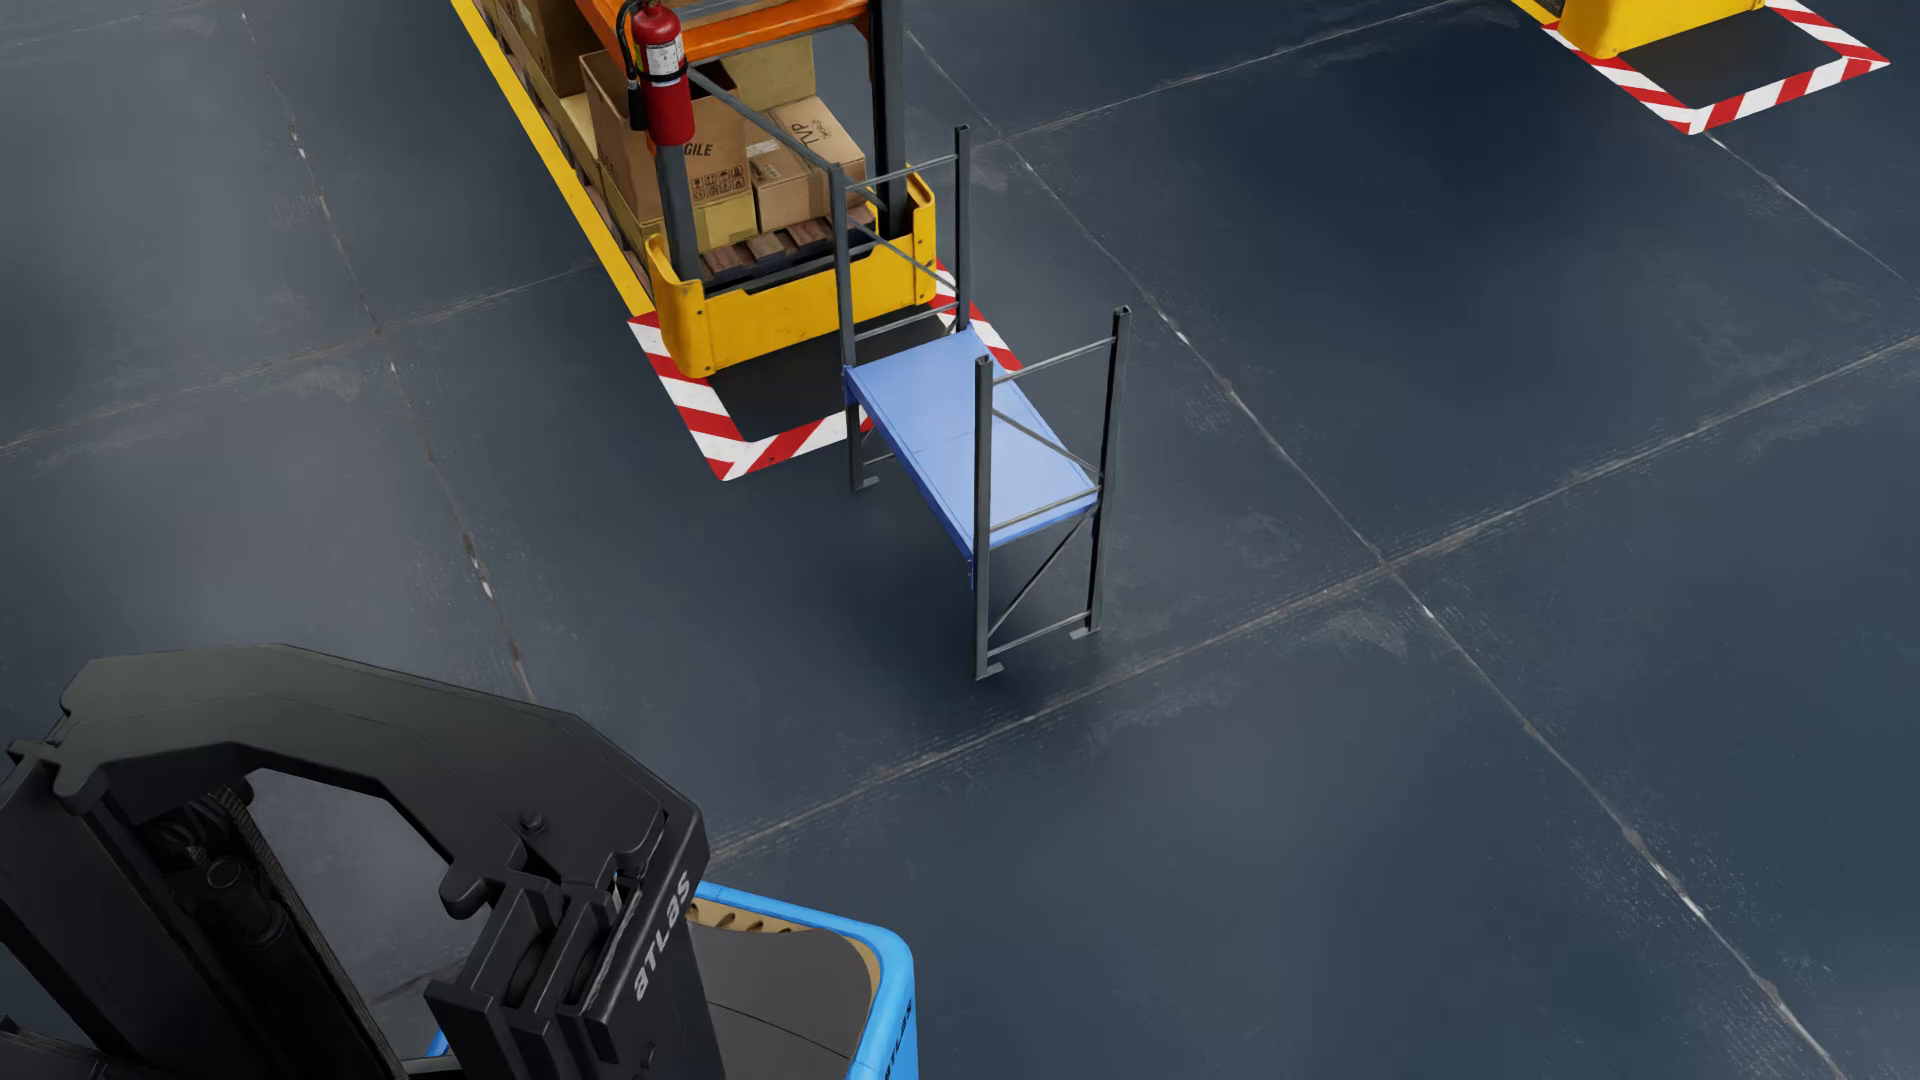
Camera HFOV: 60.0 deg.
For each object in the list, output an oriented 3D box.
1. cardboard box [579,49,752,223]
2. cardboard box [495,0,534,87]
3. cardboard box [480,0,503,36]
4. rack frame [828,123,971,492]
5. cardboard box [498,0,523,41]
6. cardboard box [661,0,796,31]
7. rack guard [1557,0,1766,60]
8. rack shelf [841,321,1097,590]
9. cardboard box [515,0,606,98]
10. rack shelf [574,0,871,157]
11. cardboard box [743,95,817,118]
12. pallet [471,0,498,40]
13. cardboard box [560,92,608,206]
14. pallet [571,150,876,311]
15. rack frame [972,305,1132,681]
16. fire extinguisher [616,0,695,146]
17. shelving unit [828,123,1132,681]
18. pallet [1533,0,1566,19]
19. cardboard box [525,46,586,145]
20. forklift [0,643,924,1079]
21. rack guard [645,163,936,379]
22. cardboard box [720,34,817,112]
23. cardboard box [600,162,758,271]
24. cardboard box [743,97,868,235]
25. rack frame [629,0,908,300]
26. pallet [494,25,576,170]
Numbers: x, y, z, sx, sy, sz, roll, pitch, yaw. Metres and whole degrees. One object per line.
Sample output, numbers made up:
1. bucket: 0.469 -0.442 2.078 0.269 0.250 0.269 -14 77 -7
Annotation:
1. cardboard box: -1.199 -1.701 6.795 0.500 0.500 0.500 -21 52 -18
2. cardboard box: -1.894 -2.455 7.952 0.500 0.250 0.500 -21 52 -18
3. cardboard box: -2.128 -2.788 8.243 0.500 0.250 0.500 -21 52 -18
4. rack frame: -0.194 -0.777 5.933 0.500 1.500 0.032 -21 52 -18
5. cardboard box: -1.897 -2.701 7.669 0.500 0.500 0.500 -21 52 -18
6. cardboard box: -0.891 -2.315 6.215 0.700 0.500 0.500 -21 52 -18
7. rack guard: 3.641 -2.880 8.437 1.175 0.500 0.348 -21 52 -18
8. rack shelf: 0.039 -0.318 5.771 0.538 0.185 1.000 -21 52 -18
9. cardboard box: -1.669 -2.366 7.376 0.500 0.500 0.500 -21 52 -18
10. rack shelf: -1.604 -3.067 7.417 1.077 0.370 4.000 -21 52 -18
11. cardboard box: -0.968 -1.967 7.525 0.500 0.250 0.500 -21 52 -18
12. pallet: -2.192 -3.178 8.889 1.003 0.211 1.213 -21 52 -18
13. cardboard box: -1.436 -1.786 7.367 0.500 0.250 0.500 -21 52 -18
14. pallet: -1.076 -1.545 7.461 1.003 0.211 1.213 -21 52 -18
15. rack frame: 0.272 -0.096 5.338 0.500 1.500 0.032 -21 52 -18
16. fire extinguisher: -1.047 -1.701 5.796 0.296 0.674 0.183 -21 52 -18
17. shelving unit: 0.039 -0.437 5.636 0.538 1.500 1.048 -21 52 -18
18. pallet: 3.274 -3.331 9.023 1.003 0.211 1.213 -21 52 -18
19. cardboard box: -1.667 -2.120 7.659 0.500 0.250 0.500 -21 52 -18
20. forklift: -0.989 1.664 2.847 1.130 2.935 3.031 12 50 10
21. rack guard: -0.678 -1.126 6.903 1.175 0.500 0.348 -21 52 -18
22. cardboard box: -0.967 -2.215 7.244 0.500 0.500 0.500 -21 52 -18
23. cardboard box: -1.197 -1.455 7.078 0.500 0.250 0.500 -21 52 -18
24. cardboard box: -0.736 -1.634 7.234 0.500 0.250 0.500 -21 52 -18
25. rack frame: -0.689 -1.965 5.976 1.000 3.000 0.127 -21 52 -18
26. pallet: -1.630 -2.360 8.174 1.003 0.211 1.213 -21 52 -18
